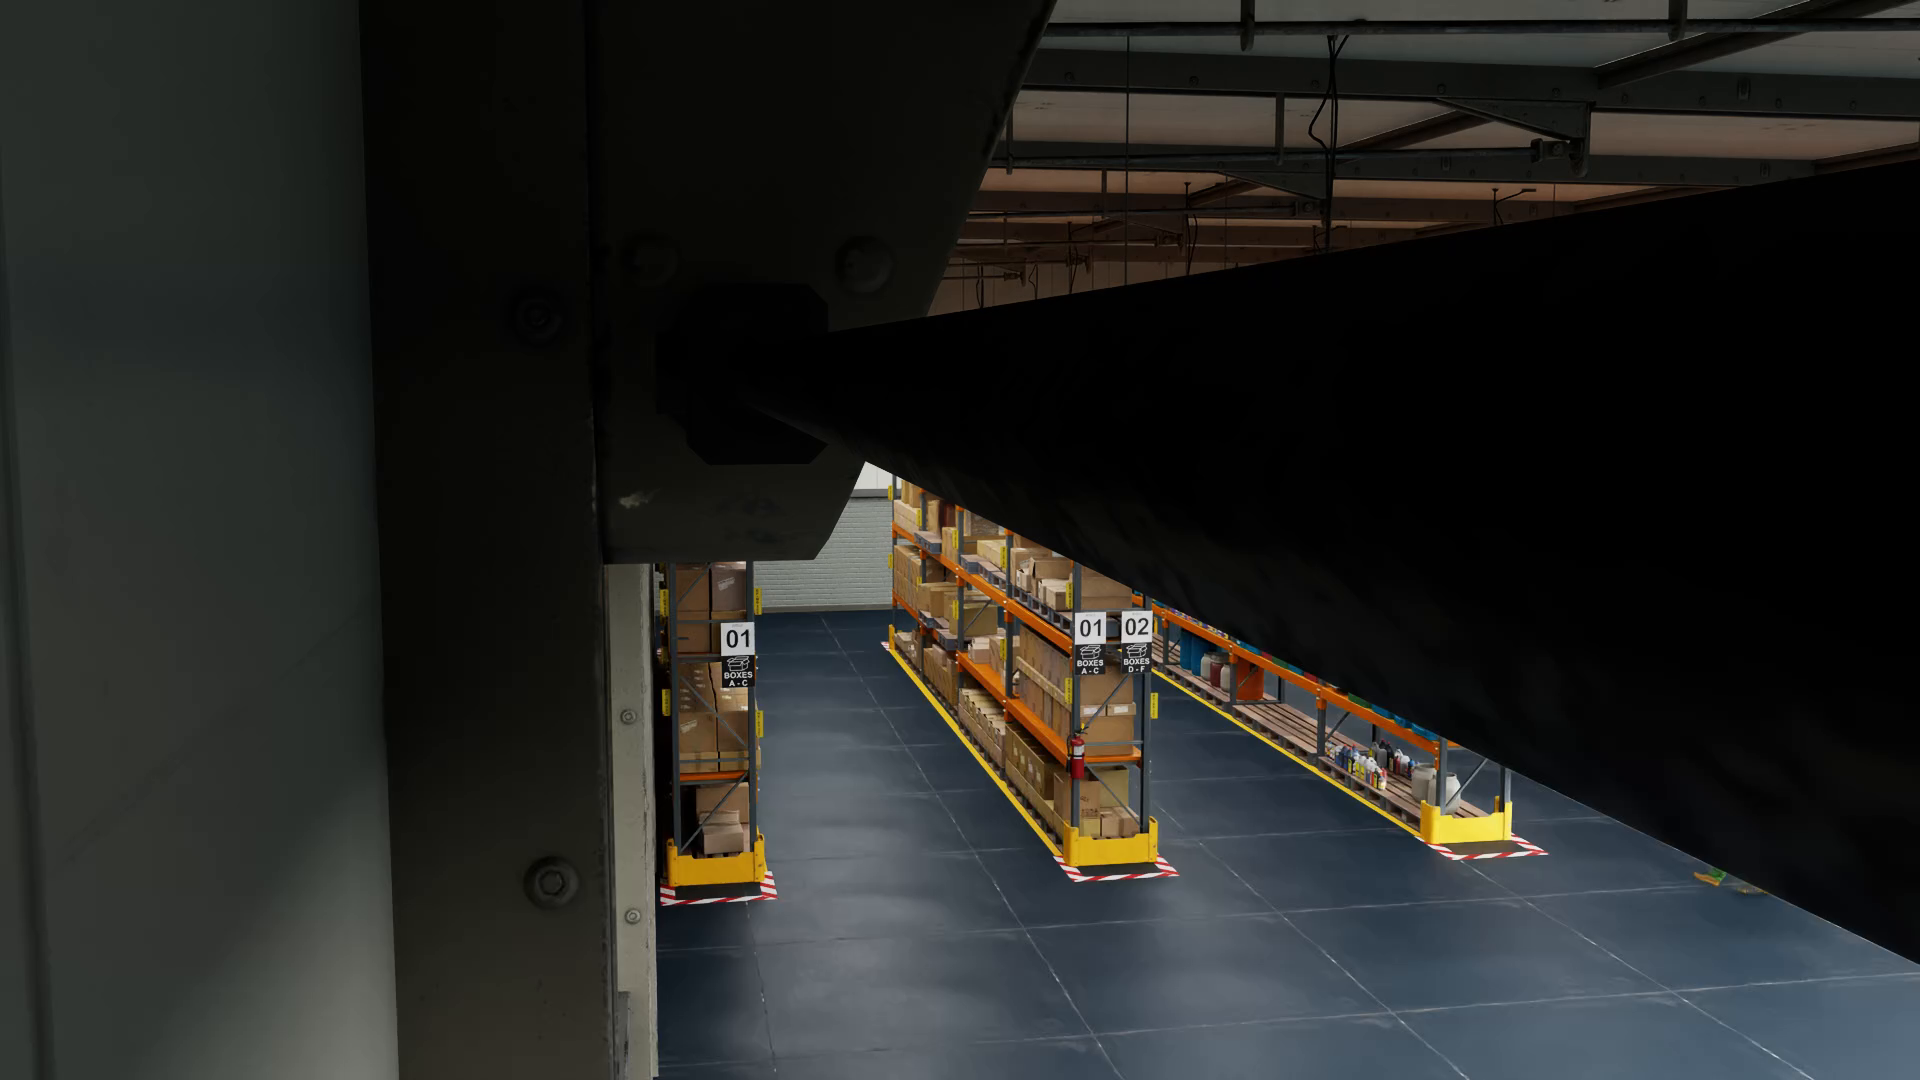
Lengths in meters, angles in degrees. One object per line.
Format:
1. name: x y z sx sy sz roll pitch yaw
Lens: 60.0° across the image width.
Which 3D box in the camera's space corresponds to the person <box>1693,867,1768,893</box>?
1. person: 9.335 3.307 19.818 0.838 1.751 0.664 -2 6 -14
